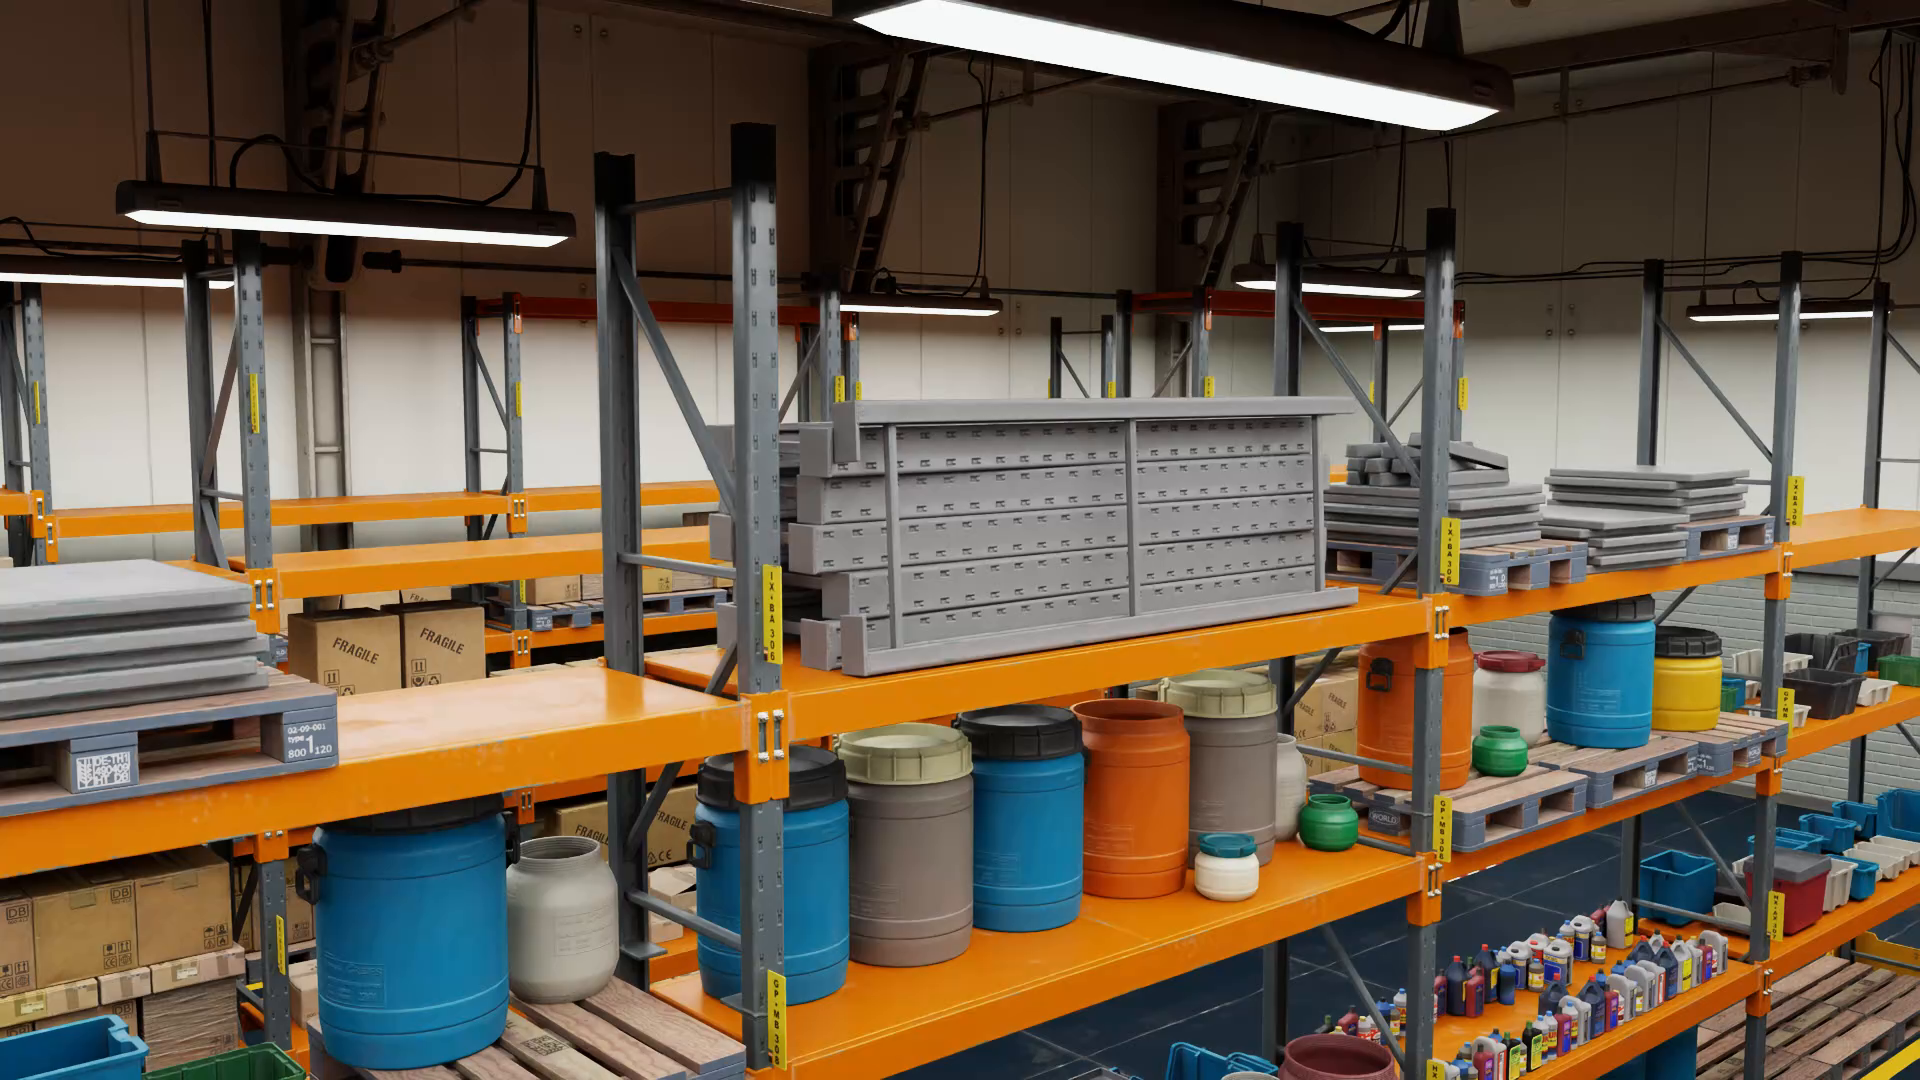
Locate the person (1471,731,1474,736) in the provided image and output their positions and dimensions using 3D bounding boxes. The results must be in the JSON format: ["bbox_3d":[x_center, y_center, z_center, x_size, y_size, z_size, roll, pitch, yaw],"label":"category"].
[{"bbox_3d":[5.629,2.634,18.520,0.441,1.558,1.001,-3,6,-25],"label":"person"}]
